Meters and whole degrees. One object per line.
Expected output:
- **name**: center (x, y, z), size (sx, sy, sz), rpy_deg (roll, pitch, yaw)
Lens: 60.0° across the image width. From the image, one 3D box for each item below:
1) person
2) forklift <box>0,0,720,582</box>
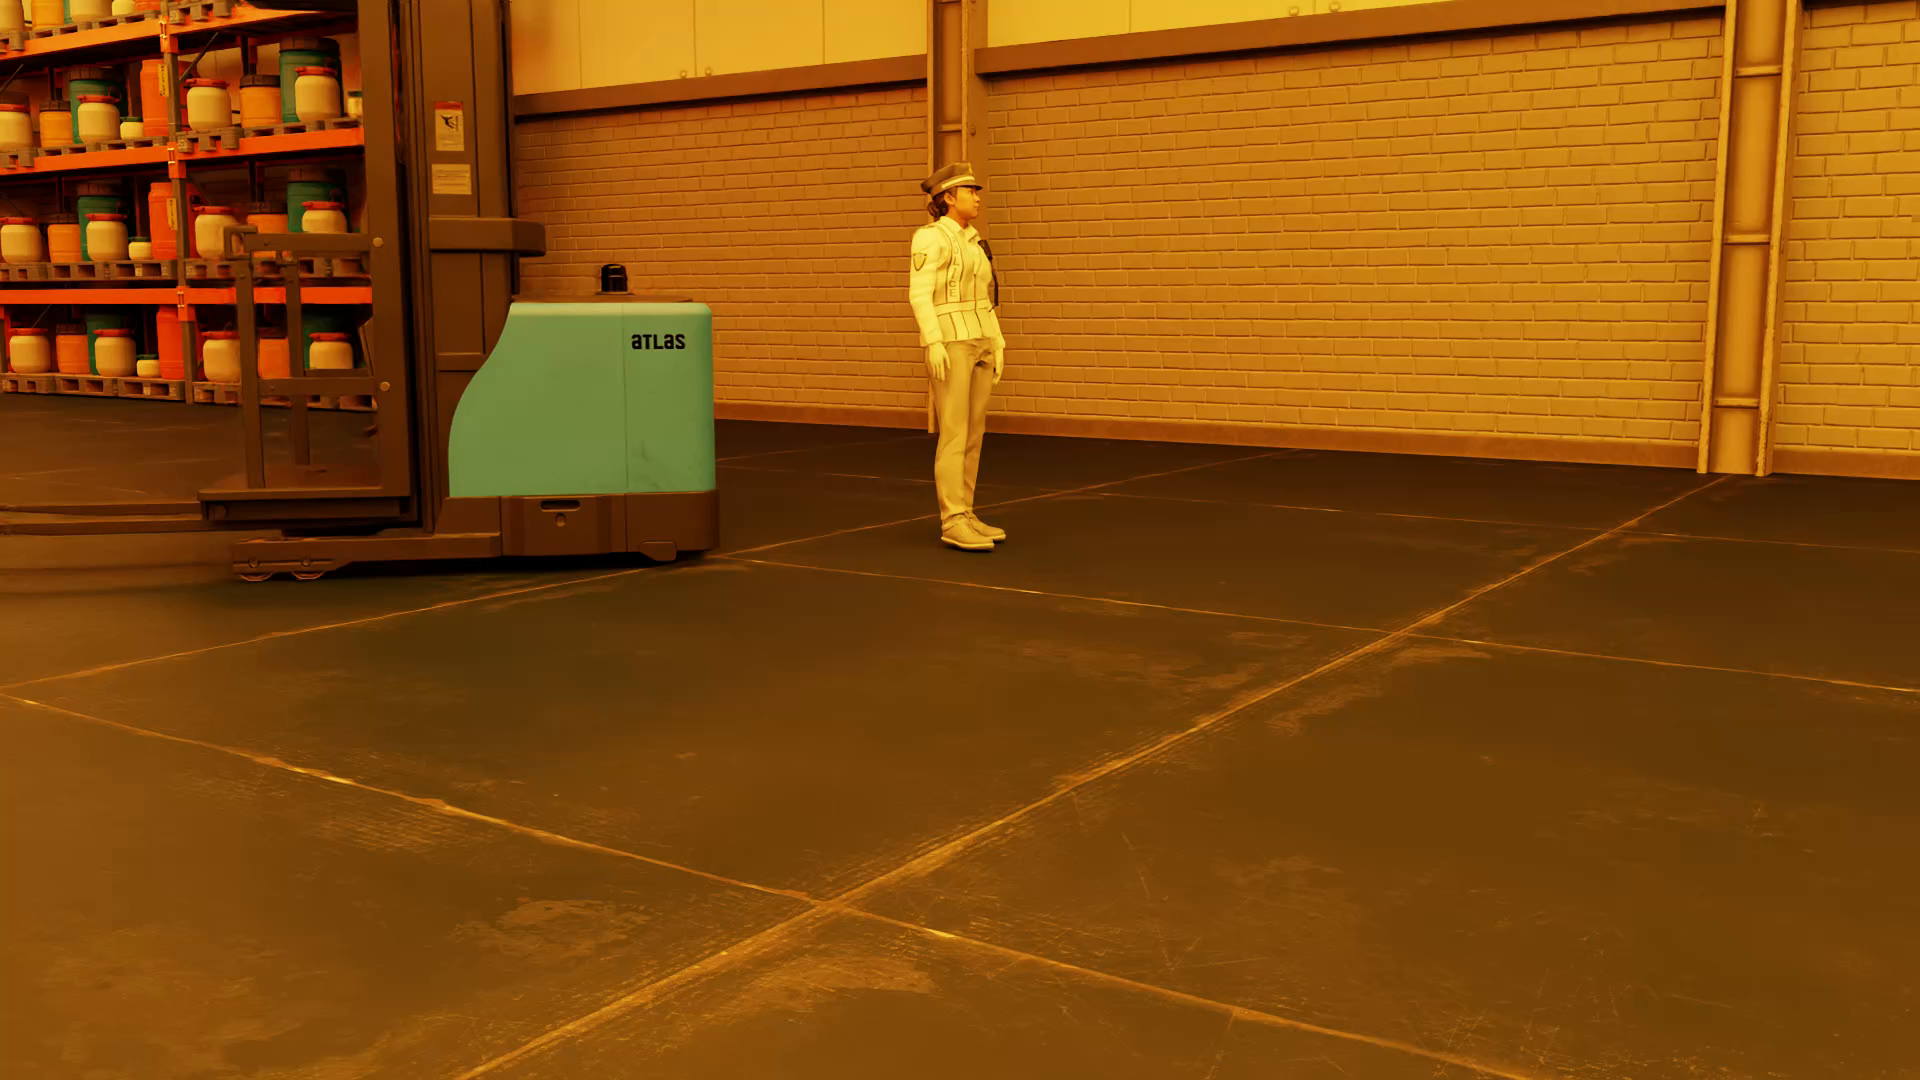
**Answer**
- **person**: center (0.052, -0.840, 7.441), size (0.533, 1.697, 0.588), rpy_deg (5, 10, 34)
- **forklift**: center (-2.567, -1.369, 6.823), size (3.031, 2.935, 1.130), rpy_deg (-2, 8, -12)
